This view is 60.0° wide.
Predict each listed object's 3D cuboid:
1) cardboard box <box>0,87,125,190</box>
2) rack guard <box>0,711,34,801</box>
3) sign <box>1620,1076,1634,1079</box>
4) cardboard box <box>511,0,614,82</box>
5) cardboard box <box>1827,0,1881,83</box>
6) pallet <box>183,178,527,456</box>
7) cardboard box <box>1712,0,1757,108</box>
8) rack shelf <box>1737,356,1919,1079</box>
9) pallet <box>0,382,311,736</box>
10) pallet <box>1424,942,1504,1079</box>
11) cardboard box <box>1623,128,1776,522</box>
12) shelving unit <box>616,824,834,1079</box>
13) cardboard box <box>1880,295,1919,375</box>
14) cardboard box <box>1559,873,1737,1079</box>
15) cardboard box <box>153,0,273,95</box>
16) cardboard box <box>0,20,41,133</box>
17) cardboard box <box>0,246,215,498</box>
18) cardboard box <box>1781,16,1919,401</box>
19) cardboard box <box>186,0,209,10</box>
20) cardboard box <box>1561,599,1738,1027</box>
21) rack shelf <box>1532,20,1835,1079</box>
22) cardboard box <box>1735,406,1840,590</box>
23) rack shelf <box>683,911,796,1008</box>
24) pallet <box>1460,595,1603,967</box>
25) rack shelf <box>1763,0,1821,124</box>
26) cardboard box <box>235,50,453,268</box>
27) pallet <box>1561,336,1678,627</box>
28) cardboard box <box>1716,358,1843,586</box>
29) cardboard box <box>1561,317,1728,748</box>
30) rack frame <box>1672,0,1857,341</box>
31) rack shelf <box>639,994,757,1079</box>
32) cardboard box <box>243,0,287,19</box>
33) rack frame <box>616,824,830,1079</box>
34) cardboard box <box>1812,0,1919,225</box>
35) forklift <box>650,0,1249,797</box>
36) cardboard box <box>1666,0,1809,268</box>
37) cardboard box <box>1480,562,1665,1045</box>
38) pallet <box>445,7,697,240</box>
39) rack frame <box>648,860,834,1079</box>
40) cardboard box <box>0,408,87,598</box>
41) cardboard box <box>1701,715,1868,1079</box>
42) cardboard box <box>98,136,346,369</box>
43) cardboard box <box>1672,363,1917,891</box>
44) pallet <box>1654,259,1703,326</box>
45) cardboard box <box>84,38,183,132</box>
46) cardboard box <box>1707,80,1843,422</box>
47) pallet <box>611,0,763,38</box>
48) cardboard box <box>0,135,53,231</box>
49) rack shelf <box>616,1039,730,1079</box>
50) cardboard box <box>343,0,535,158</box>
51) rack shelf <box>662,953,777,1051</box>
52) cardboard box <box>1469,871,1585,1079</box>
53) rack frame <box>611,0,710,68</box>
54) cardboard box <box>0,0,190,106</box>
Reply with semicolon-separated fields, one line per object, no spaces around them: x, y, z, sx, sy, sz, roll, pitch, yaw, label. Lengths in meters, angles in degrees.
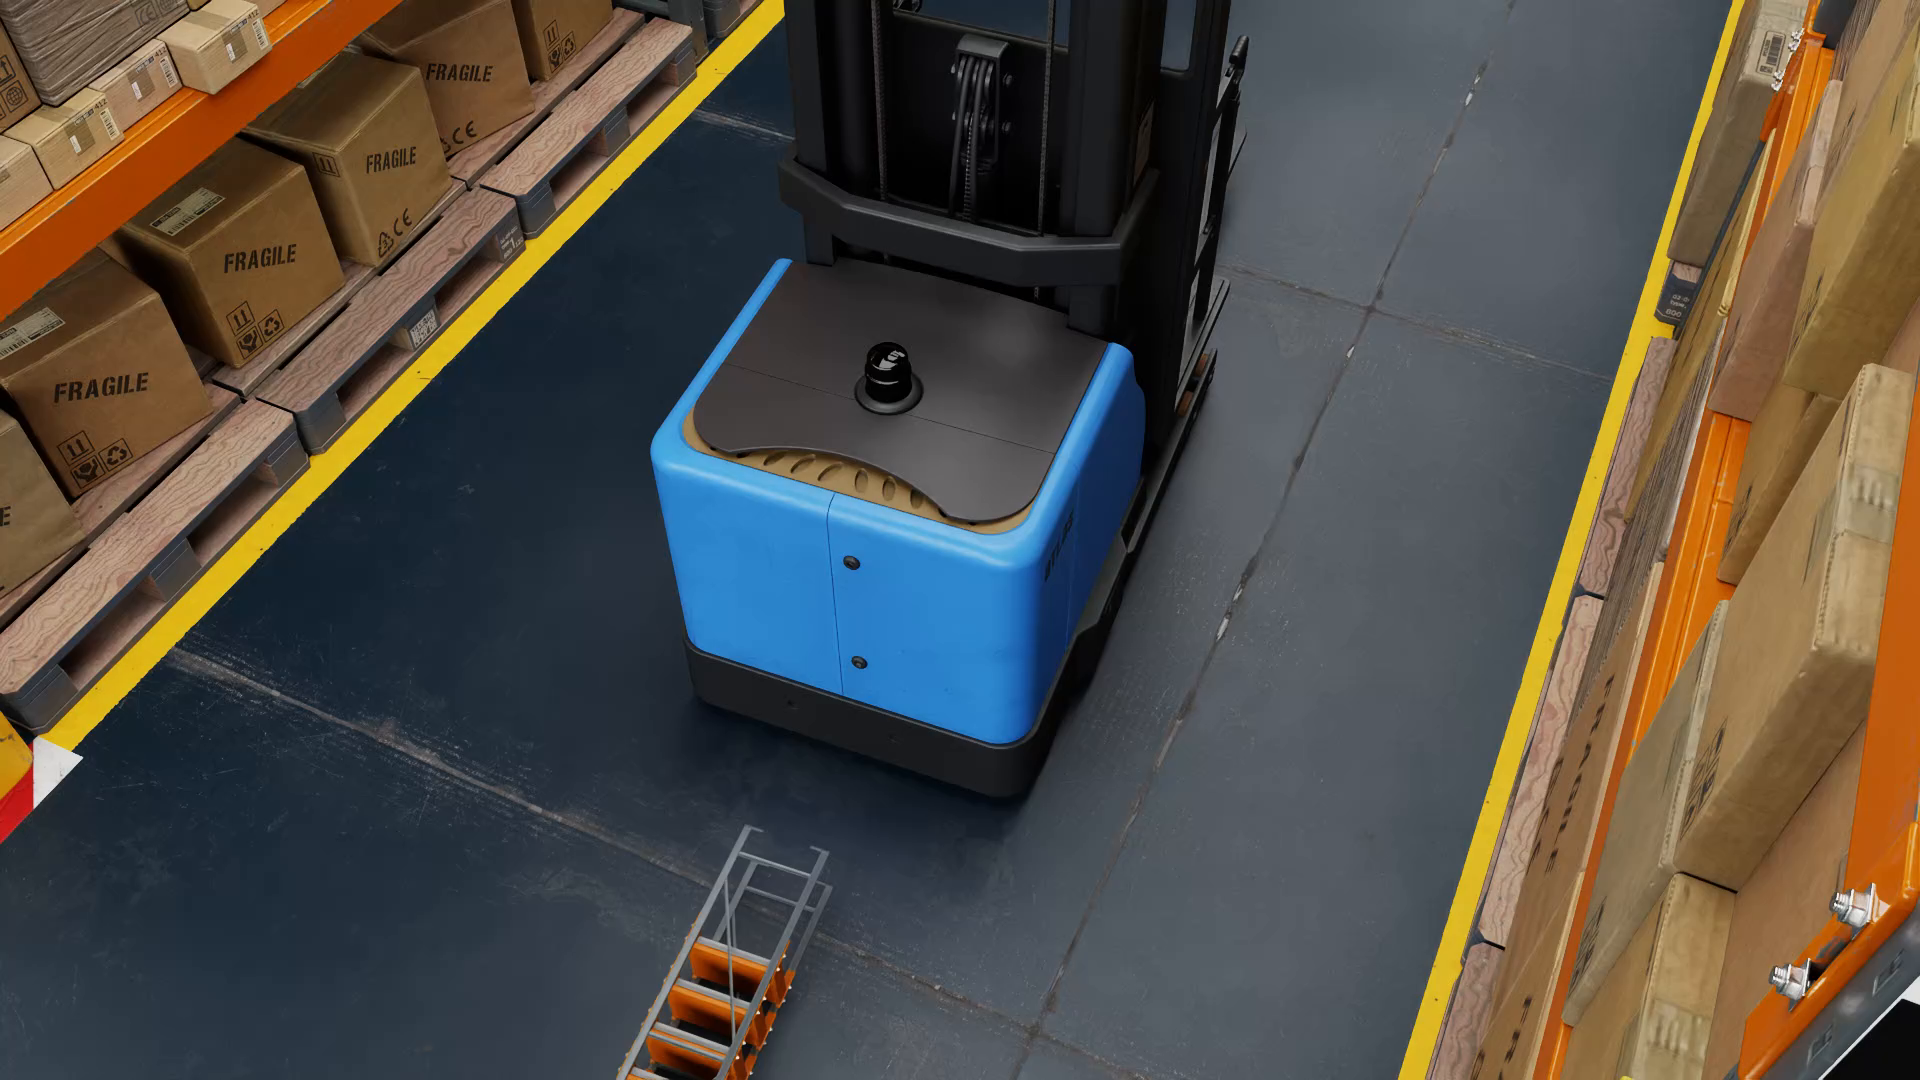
-2.456;-1.098;4.379;0.380;0.149;0.250;20;52;16;cardboard box
-3.206;0.379;4.599;1.175;0.500;0.348;20;52;16;rack guard
0.718;0.667;1.797;0.100;0.325;0.005;20;52;16;sign
-1.737;-2.197;6.515;0.500;0.500;0.500;18;52;15;cardboard box
2.765;-1.240;4.237;0.875;0.550;0.550;20;52;16;cardboard box
-2.305;-0.912;5.888;1.003;0.211;1.213;20;52;16;pallet
3.511;-1.976;6.164;1.050;0.750;0.750;20;52;16;cardboard box
2.057;-0.811;2.474;1.077;0.370;4.000;20;52;16;rack shelf
-2.827;-0.075;5.175;1.003;0.211;1.213;20;52;16;pallet
1.473;1.633;3.722;1.003;0.211;1.213;20;52;16;pallet
2.579;-0.487;4.814;0.875;0.875;0.875;21;53;17;cardboard box
-0.653;1.268;4.044;0.258;0.189;1.200;15;51;13;shelving unit
1.910;-0.087;2.547;0.875;0.550;0.550;20;52;16;cardboard box
1.320;0.986;2.343;0.875;0.550;0.550;20;52;16;cardboard box
-2.173;-1.417;4.651;0.380;0.149;0.250;20;52;16;cardboard box
-2.874;-1.260;4.092;0.875;0.500;0.500;20;52;16;cardboard box
-2.732;-0.552;5.116;0.500;0.500;0.500;33;57;25;cardboard box
2.019;-0.494;2.893;0.875;0.550;0.500;20;52;16;cardboard box
-2.397;-1.931;4.663;0.875;0.500;0.500;20;52;16;cardboard box
1.535;0.600;2.671;0.875;0.550;0.550;20;52;16;cardboard box
2.057;0.161;3.616;1.077;0.370;4.000;20;52;16;rack shelf
1.888;0.255;2.965;0.875;0.550;0.550;20;52;16;cardboard box
-0.557;1.064;4.217;0.258;0.180;0.103;15;51;13;rack shelf
1.996;0.795;4.435;1.003;0.211;1.213;20;52;16;pallet
3.766;-2.594;5.960;1.077;0.370;4.000;20;52;16;rack shelf
-2.169;-1.347;5.792;0.500;0.500;0.500;16;51;13;cardboard box
2.516;-0.048;5.152;1.003;0.211;1.213;20;52;16;pallet
2.077;-0.123;3.287;0.875;0.550;0.500;20;52;16;cardboard box
2.198;0.135;4.285;0.875;0.875;0.875;20;53;16;cardboard box
2.911;-1.450;4.514;1.000;3.000;0.127;20;52;16;rack frame
-0.638;1.236;4.071;0.258;0.180;0.103;15;51;13;rack shelf
-2.186;-1.632;4.834;0.380;0.149;0.250;20;52;16;cardboard box
-0.653;1.209;3.974;0.240;0.006;1.200;15;51;13;rack frame
2.238;-0.862;3.206;0.875;0.550;0.550;20;52;16;cardboard box
0.225;-1.395;4.512;1.130;2.935;3.031;16;52;13;forklift
3.095;-1.313;5.599;1.050;0.750;0.750;20;52;16;cardboard box
1.807;0.762;3.751;0.875;0.875;0.875;19;52;16;cardboard box
-1.785;-1.755;6.605;1.003;0.211;1.213;20;52;16;pallet
-0.653;1.327;4.113;0.240;0.006;1.200;15;51;13;rack frame
-2.957;-0.129;4.756;0.500;0.500;0.500;29;55;22;cardboard box
1.396;0.663;1.908;0.875;0.550;0.550;20;52;16;cardboard box
-2.448;-0.977;5.477;0.500;0.500;0.500;24;54;19;cardboard box
1.548;0.255;2.256;0.875;0.550;0.550;20;52;16;cardboard box
3.173;-1.102;6.049;1.003;0.211;1.213;20;52;16;pallet
-2.373;-1.279;4.533;0.380;0.149;0.250;20;52;16;cardboard box
2.213;-0.521;3.625;0.875;0.550;0.550;20;52;16;cardboard box
-1.199;-2.766;7.465;1.003;0.211;1.213;20;52;16;pallet
-2.569;-0.928;4.235;0.380;0.149;0.250;20;52;16;cardboard box
-0.679;1.322;3.998;0.258;0.180;0.103;15;51;13;rack shelf
-1.975;-1.800;6.177;0.500;0.500;0.500;36;58;27;cardboard box
-0.598;1.150;4.144;0.258;0.180;0.103;15;51;13;rack shelf
1.433;1.369;3.235;0.875;0.875;0.875;20;53;16;cardboard box
-1.530;-3.133;5.946;1.000;3.000;0.127;20;52;16;rack frame
-2.621;-1.591;4.373;0.875;0.500;0.500;20;52;16;cardboard box
